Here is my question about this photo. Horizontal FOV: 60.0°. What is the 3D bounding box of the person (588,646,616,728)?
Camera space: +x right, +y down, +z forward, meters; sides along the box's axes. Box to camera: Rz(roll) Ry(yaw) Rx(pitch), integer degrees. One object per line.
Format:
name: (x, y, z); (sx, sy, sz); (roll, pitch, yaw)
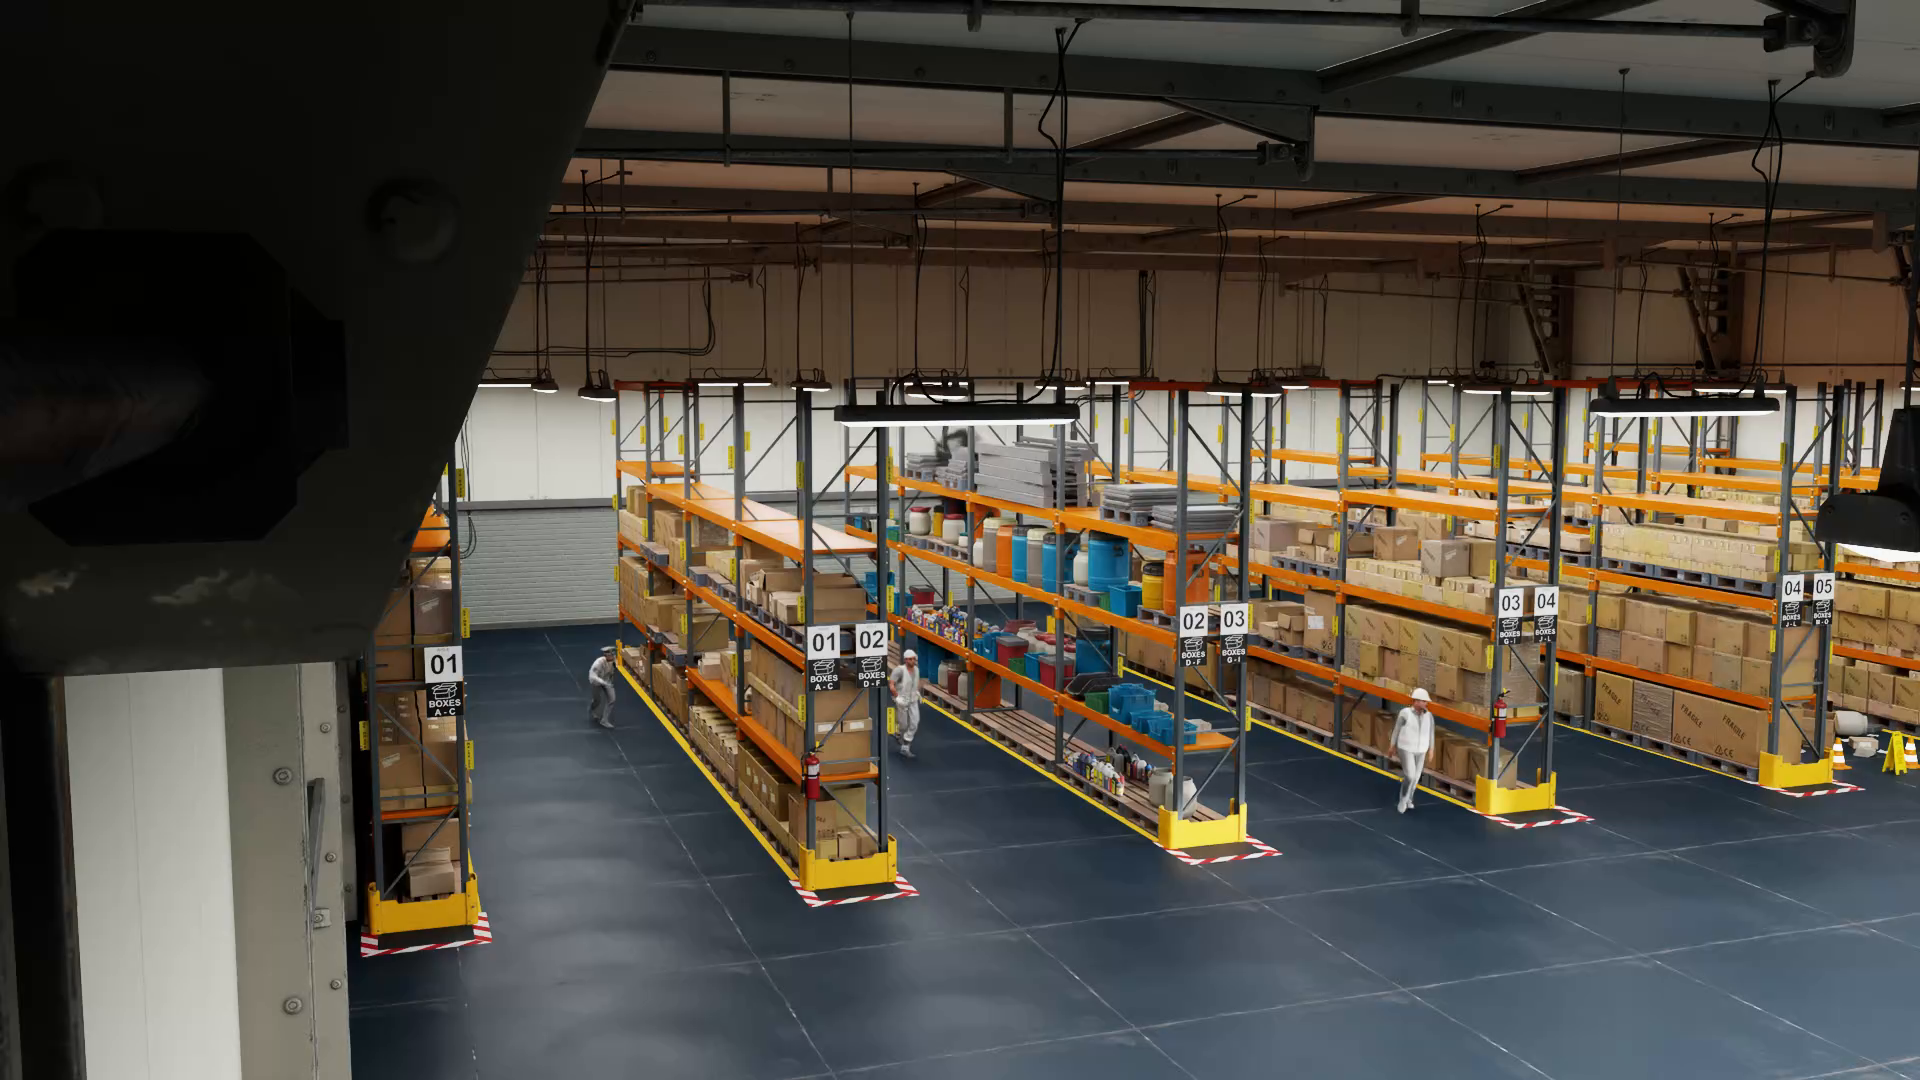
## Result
person: (-6.340, 2.541, 29.203); (0.597, 1.465, 1.099); (-5, 8, -40)

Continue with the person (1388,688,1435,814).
person: (6.407, 2.964, 23.520); (0.611, 1.765, 0.568); (-1, 6, -13)

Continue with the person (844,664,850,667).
person: (-2.178, 2.437, 29.042); (0.544, 1.680, 0.699); (-4, 7, -33)

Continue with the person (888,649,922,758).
person: (-0.926, 2.621, 27.007); (0.668, 1.758, 0.692); (-4, 7, -30)

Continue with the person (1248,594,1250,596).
person: (5.859, 1.888, 34.293); (0.543, 1.609, 0.861); (-2, 6, -20)
